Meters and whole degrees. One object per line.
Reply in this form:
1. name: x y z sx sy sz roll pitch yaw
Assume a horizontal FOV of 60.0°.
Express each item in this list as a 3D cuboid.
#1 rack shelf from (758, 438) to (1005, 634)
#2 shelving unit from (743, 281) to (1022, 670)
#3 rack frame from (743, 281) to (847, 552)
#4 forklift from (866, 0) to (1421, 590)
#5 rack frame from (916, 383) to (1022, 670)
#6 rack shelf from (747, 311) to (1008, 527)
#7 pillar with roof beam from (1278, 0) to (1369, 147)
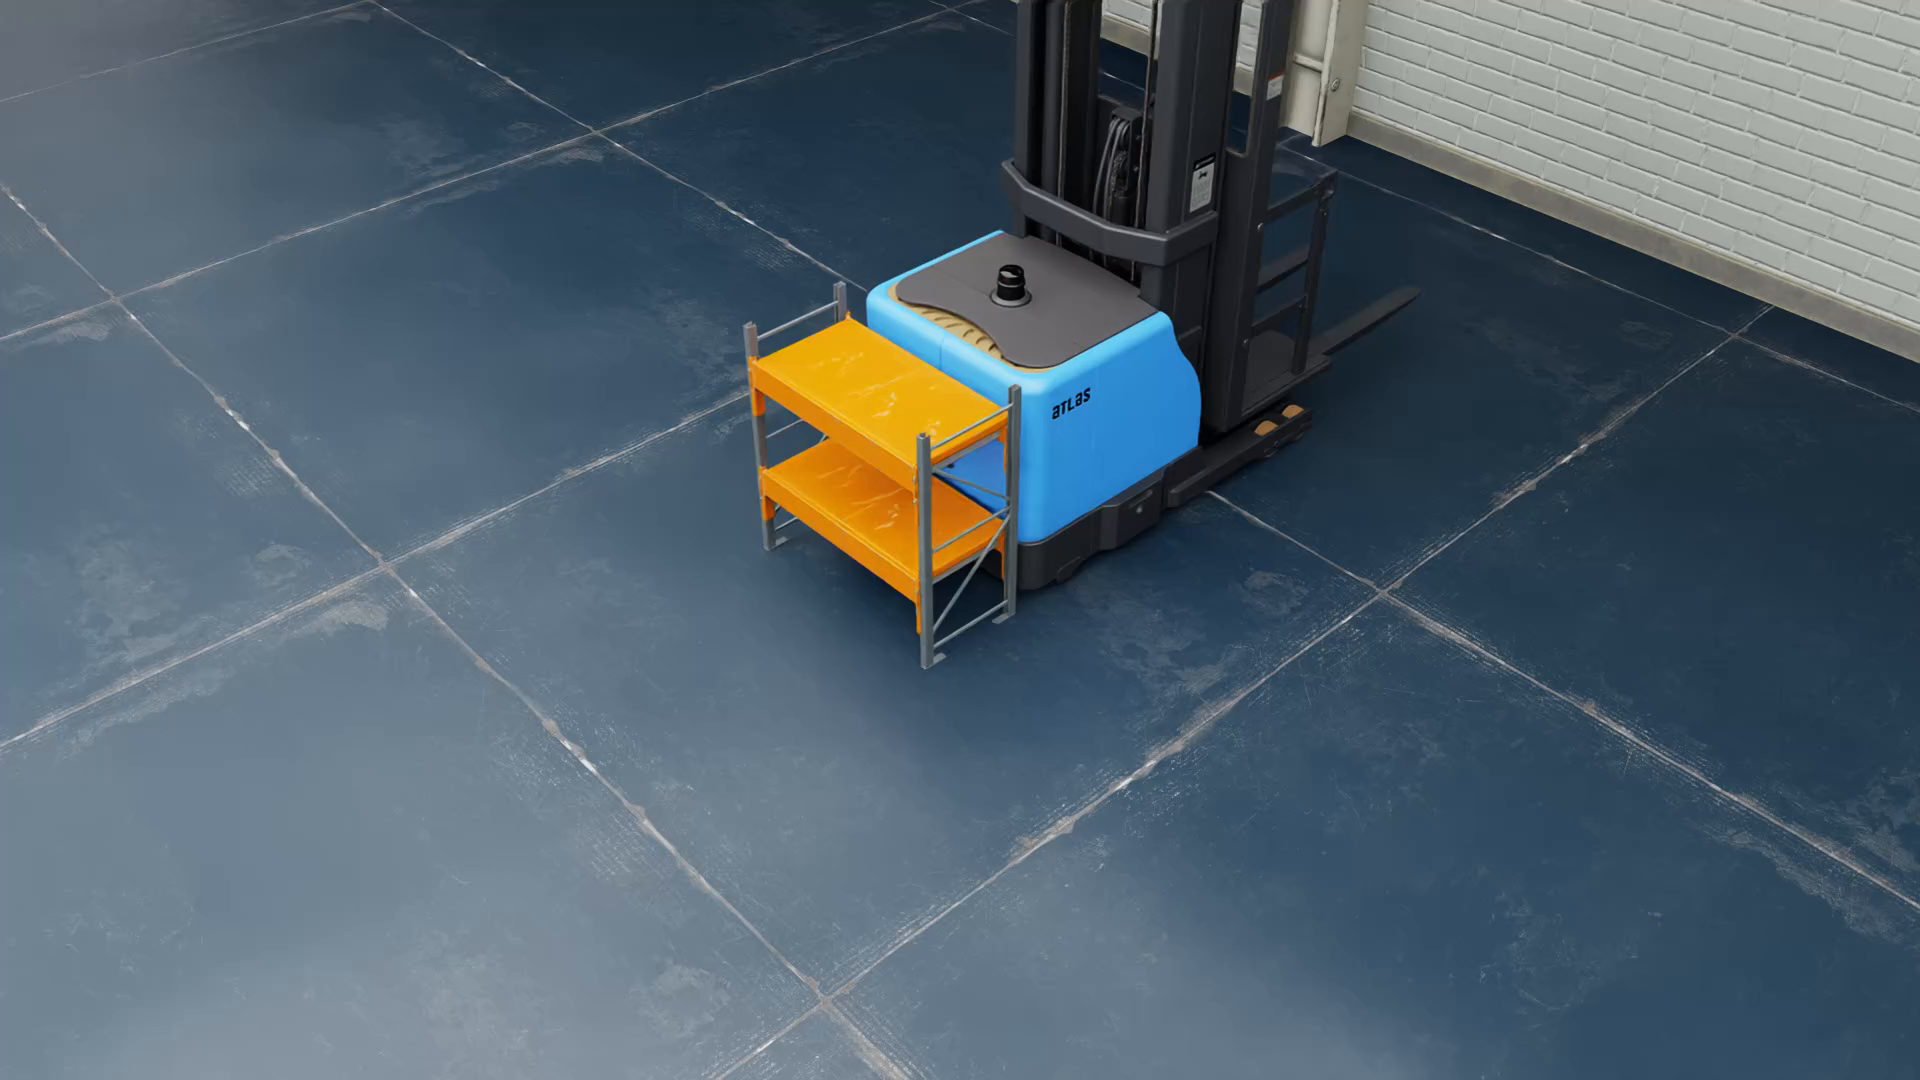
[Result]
1. rack shelf: -0.309 -0.078 6.840 0.538 0.278 1.000 -30 48 -32
2. shelving unit: -0.309 -0.268 6.686 0.538 1.125 1.048 -30 48 -32
3. rack frame: -0.655 -0.502 6.976 0.500 1.125 0.032 -30 48 -32
4. forklift: 1.019 -1.741 7.073 3.031 2.935 1.130 -31 48 -32
5. rack frame: 0.037 -0.034 6.397 0.500 1.125 0.032 -30 48 -32
6. rack shelf: -0.309 -0.495 6.502 0.538 0.278 1.000 -30 48 -32
7. pillar with roof beam: -0.984 -4.248 5.347 9.100 9.000 0.400 -30 48 -32
